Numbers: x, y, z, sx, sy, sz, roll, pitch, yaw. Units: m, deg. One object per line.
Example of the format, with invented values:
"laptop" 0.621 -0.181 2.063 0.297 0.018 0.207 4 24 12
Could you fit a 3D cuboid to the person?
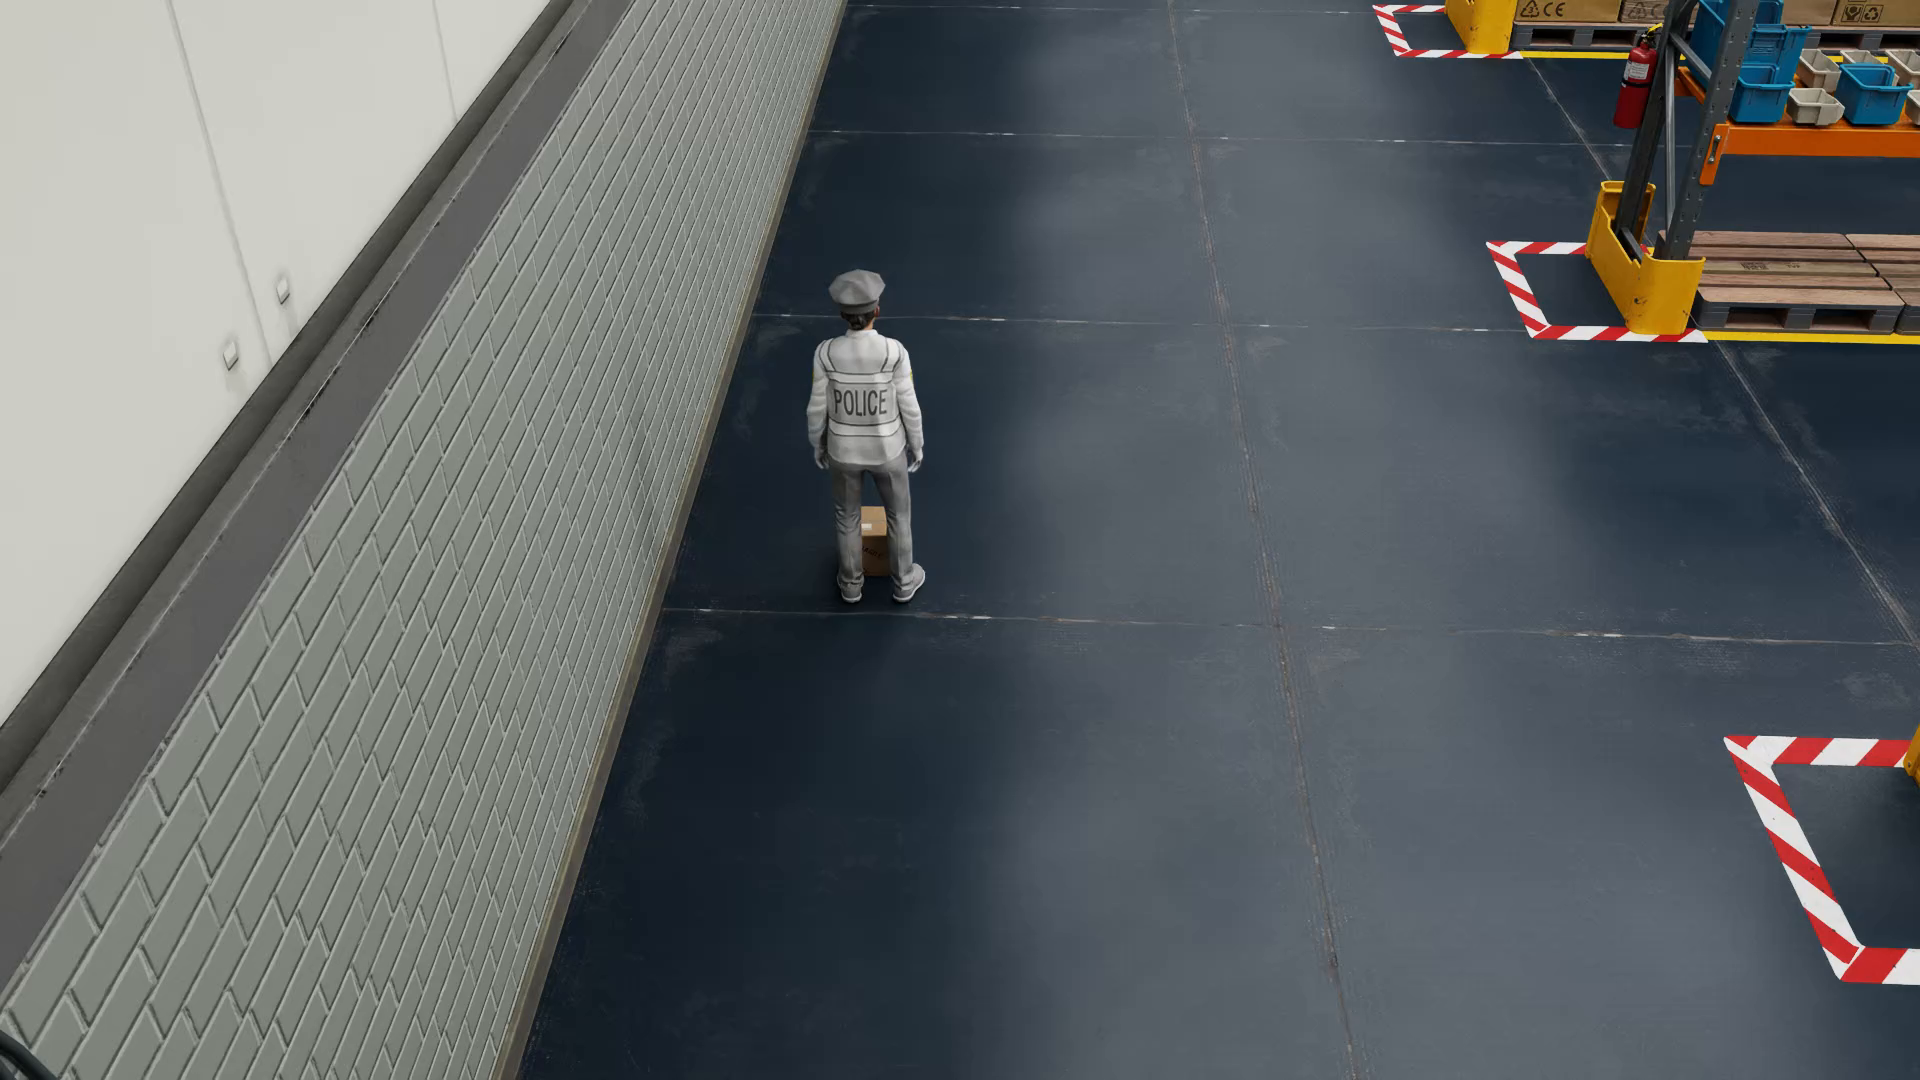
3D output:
"person" -0.431 -0.424 7.699 0.528 1.662 0.375 2 36 2
